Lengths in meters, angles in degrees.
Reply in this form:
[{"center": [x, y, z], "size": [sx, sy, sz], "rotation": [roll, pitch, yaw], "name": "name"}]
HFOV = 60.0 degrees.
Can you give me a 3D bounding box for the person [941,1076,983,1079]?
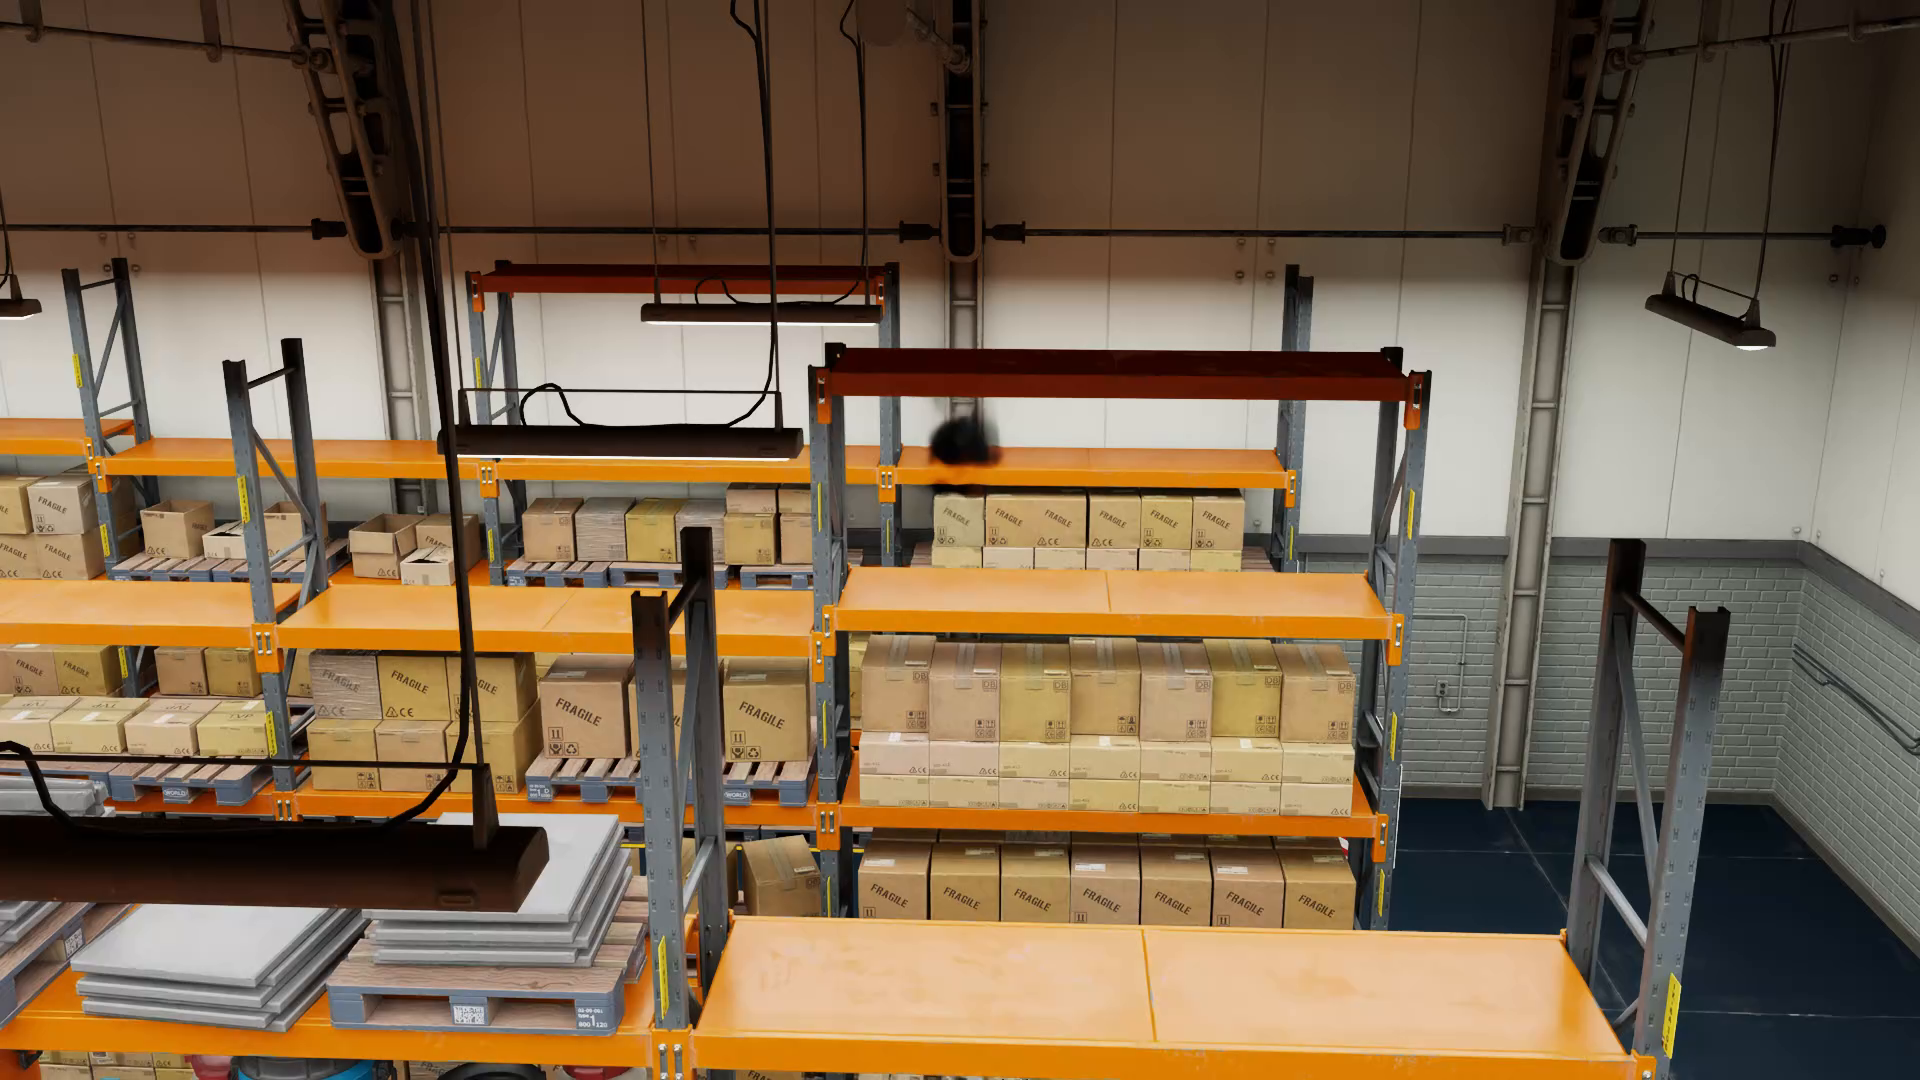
[{"center": [0.074, 4.227, 10.929], "size": [0.857, 1.845, 0.605], "rotation": [-2, 16, -7], "name": "person"}]
